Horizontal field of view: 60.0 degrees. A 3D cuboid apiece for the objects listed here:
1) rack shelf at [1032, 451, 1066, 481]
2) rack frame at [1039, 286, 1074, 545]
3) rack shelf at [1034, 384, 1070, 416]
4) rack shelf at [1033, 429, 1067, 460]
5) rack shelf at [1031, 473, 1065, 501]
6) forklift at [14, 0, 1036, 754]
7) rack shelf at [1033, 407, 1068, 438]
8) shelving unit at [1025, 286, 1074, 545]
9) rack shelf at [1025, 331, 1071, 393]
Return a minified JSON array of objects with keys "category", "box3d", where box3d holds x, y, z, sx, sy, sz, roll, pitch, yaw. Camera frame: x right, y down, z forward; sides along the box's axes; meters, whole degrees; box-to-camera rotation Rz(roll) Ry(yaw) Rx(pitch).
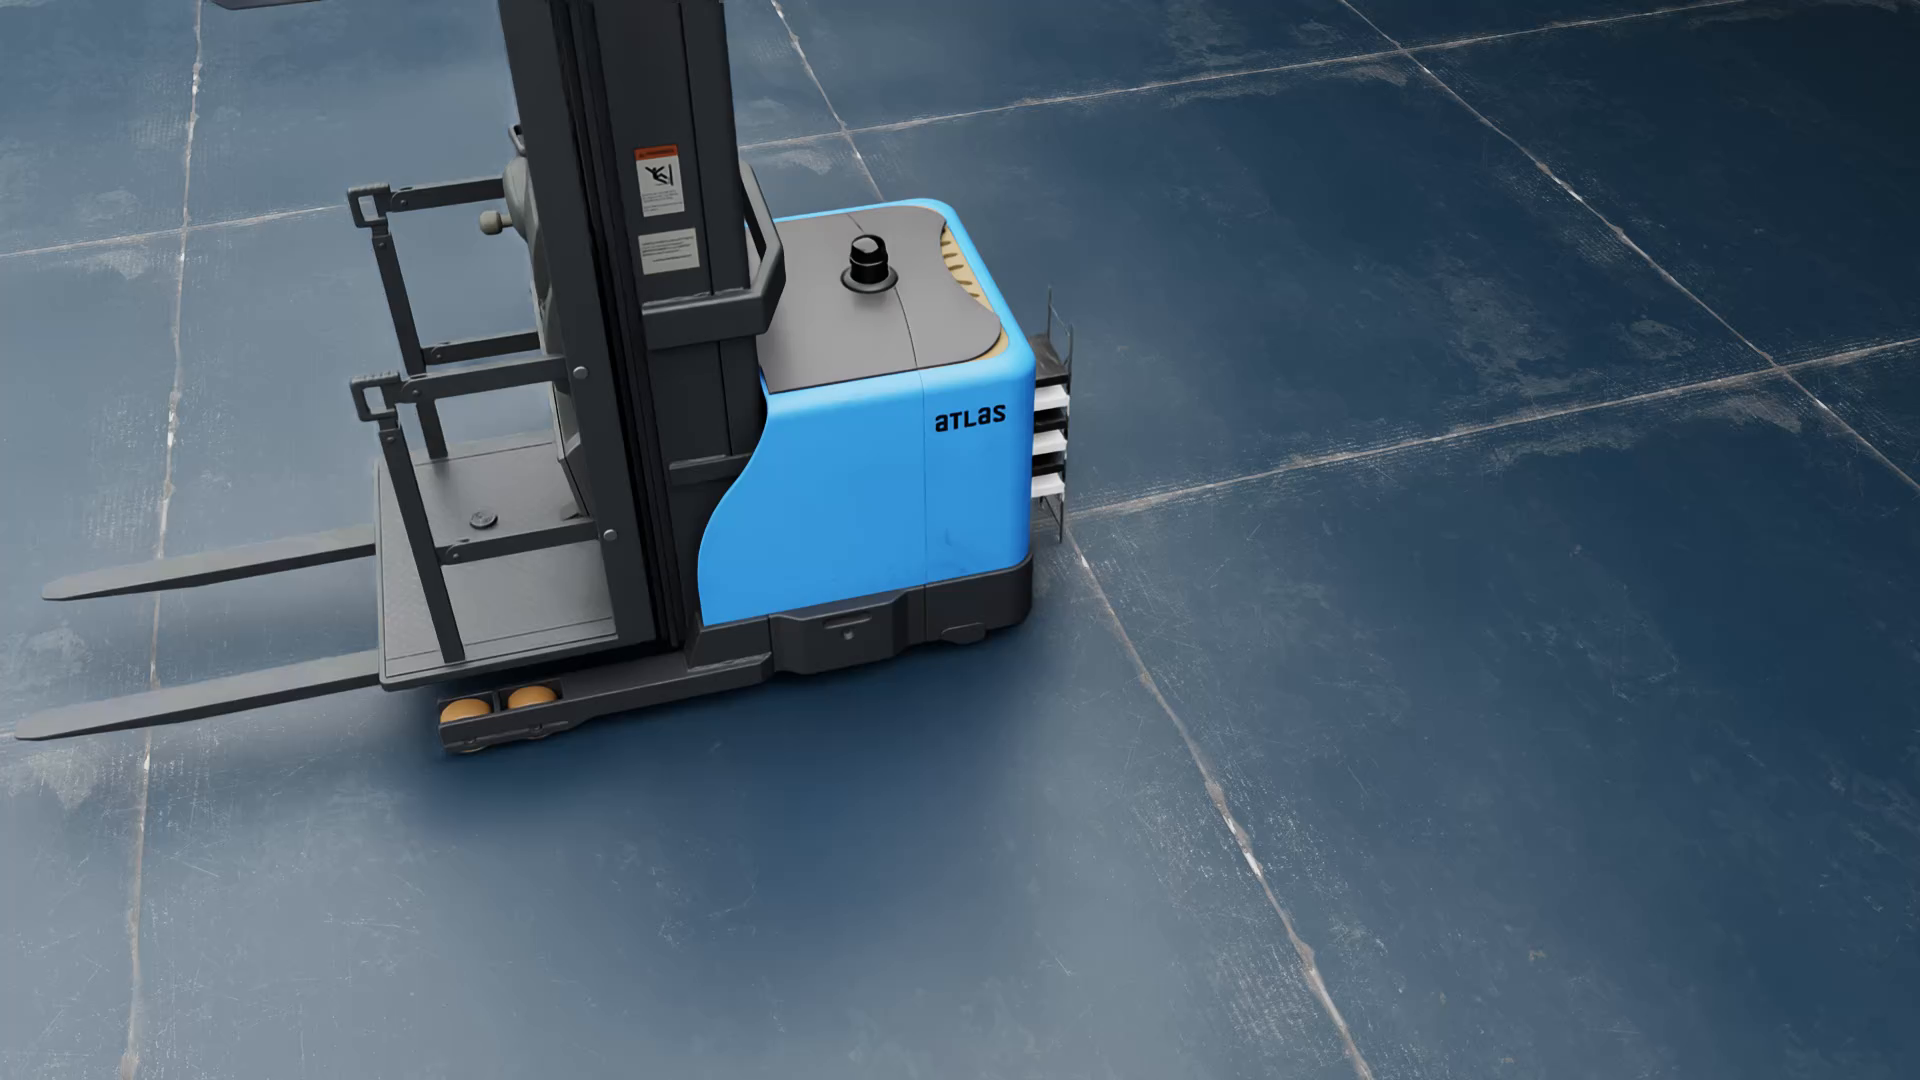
[{"category":"rack shelf","box3d":[0.220,-0.287,5.582,0.200,0.077,0.258,-11,42,-12]},{"category":"rack frame","box3d":[0.318,-0.398,5.522,0.006,0.900,0.240,-11,42,-12]},{"category":"rack shelf","box3d":[0.220,-0.490,5.404,0.200,0.077,0.258,-11,42,-12]},{"category":"rack shelf","box3d":[0.220,-0.355,5.522,0.200,0.077,0.258,-11,42,-12]},{"category":"rack shelf","box3d":[0.220,-0.219,5.641,0.200,0.077,0.258,-11,42,-12]},{"category":"forklift","box3d":[-1.344,-0.852,4.497,3.031,2.935,1.130,-11,42,-12]},{"category":"rack shelf","box3d":[0.220,-0.422,5.463,0.200,0.077,0.258,-11,42,-12]},{"category":"shelving unit","box3d":[0.220,-0.380,5.501,0.210,0.900,0.258,-11,42,-12]},{"category":"rack shelf","box3d":[0.220,-0.558,5.345,0.200,0.077,0.258,-11,42,-12]}]
